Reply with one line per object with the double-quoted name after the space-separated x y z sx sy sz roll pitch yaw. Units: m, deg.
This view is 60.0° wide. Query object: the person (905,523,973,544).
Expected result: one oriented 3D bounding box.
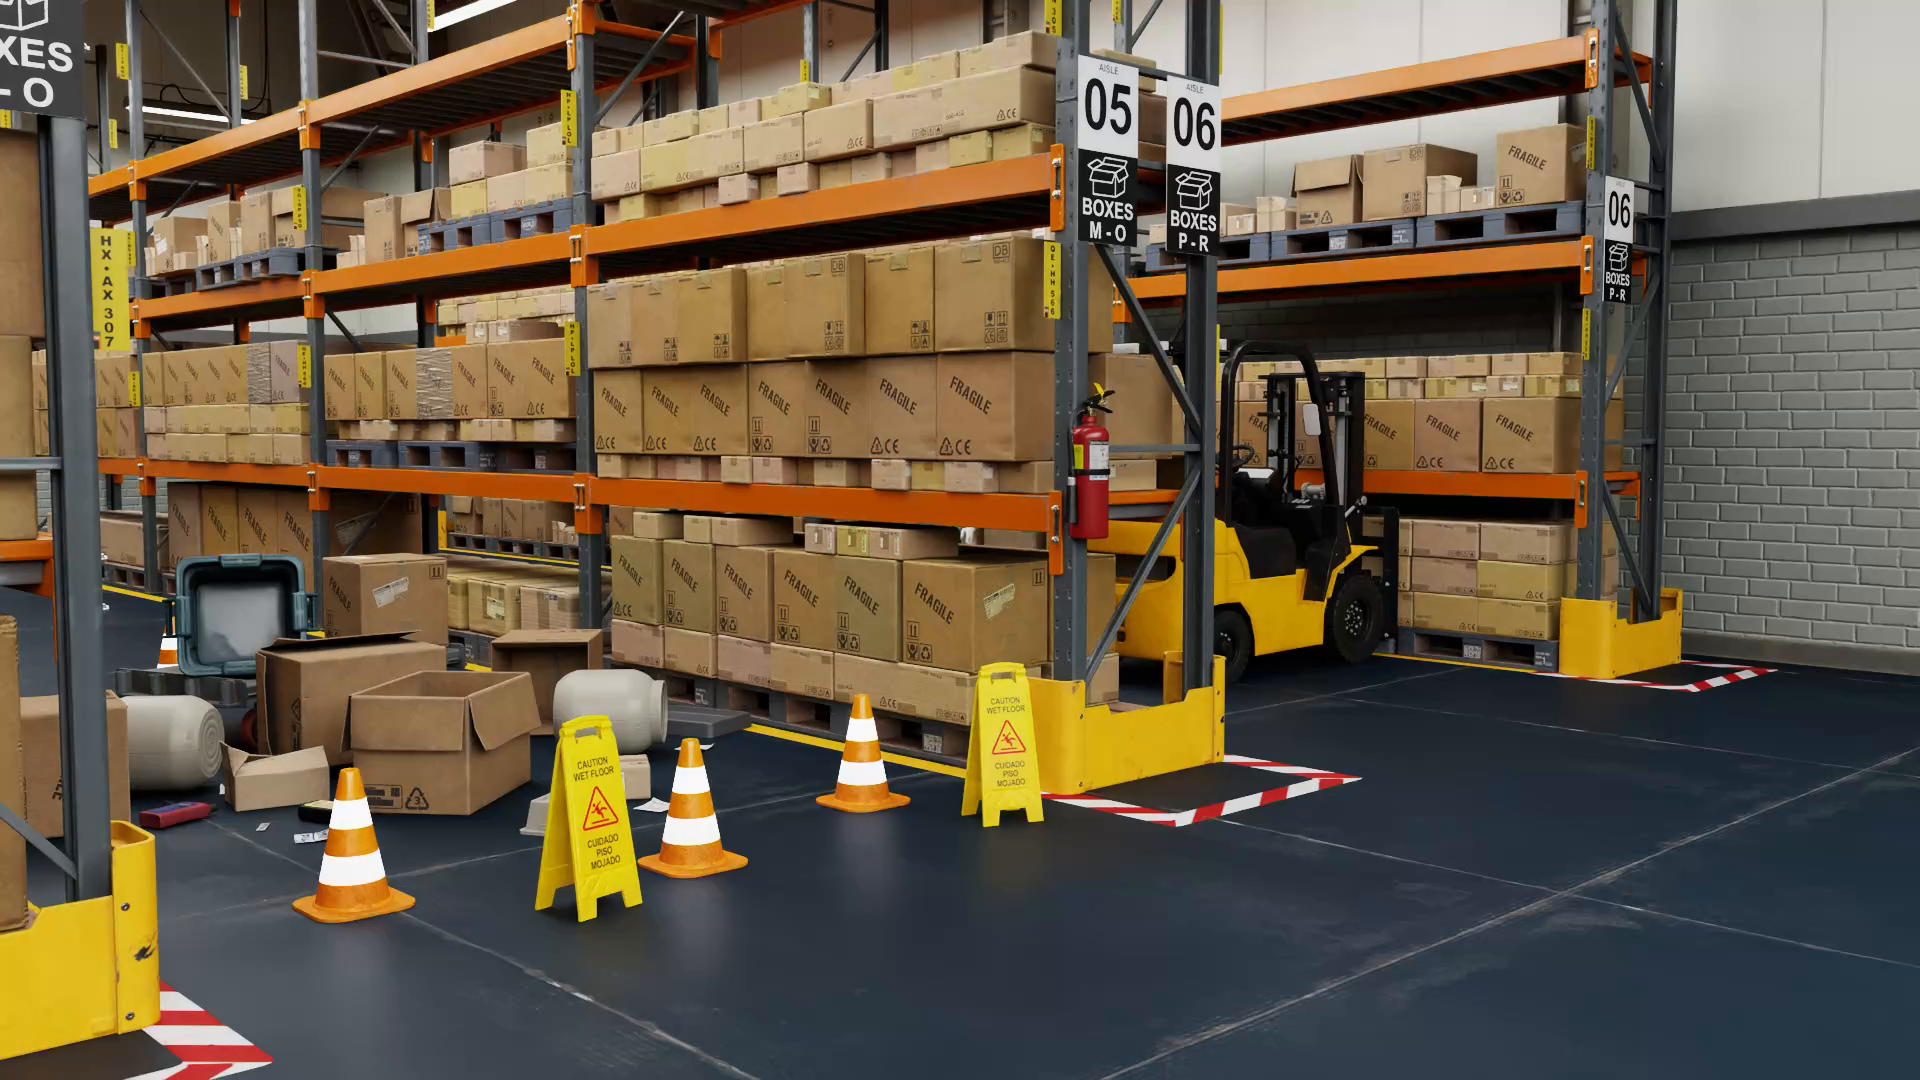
-0.130 -0.030 11.399 0.544 1.734 0.459 1 4 18 "person"
